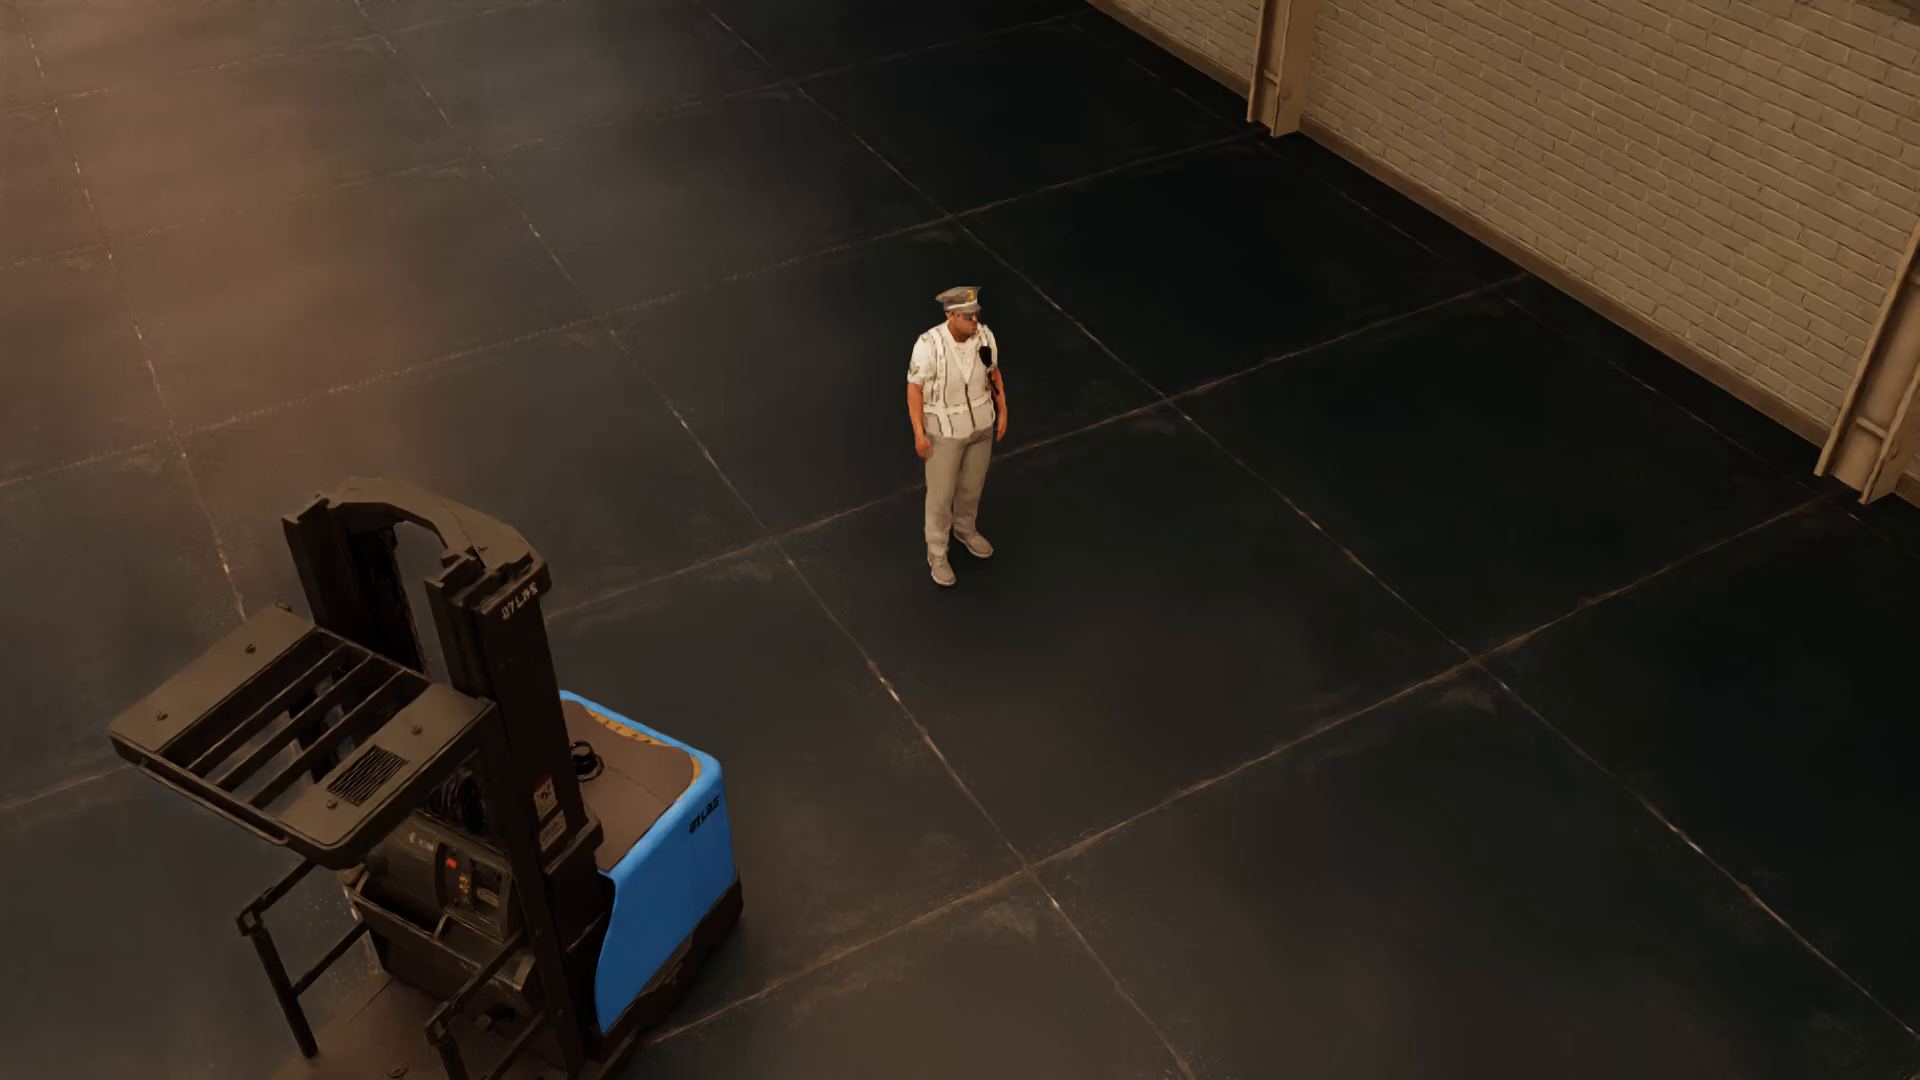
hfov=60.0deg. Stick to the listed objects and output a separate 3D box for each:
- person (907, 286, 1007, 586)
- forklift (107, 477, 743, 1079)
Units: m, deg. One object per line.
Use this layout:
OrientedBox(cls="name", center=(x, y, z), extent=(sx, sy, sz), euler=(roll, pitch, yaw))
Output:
OrientedBox(cls="person", center=(0.029, -0.645, 9.701), extent=(0.640, 1.781, 0.574), euler=(-20, 44, -23))
OrientedBox(cls="forklift", center=(-2.223, 1.351, 6.408), extent=(1.130, 2.935, 3.031), euler=(20, 44, 22))
